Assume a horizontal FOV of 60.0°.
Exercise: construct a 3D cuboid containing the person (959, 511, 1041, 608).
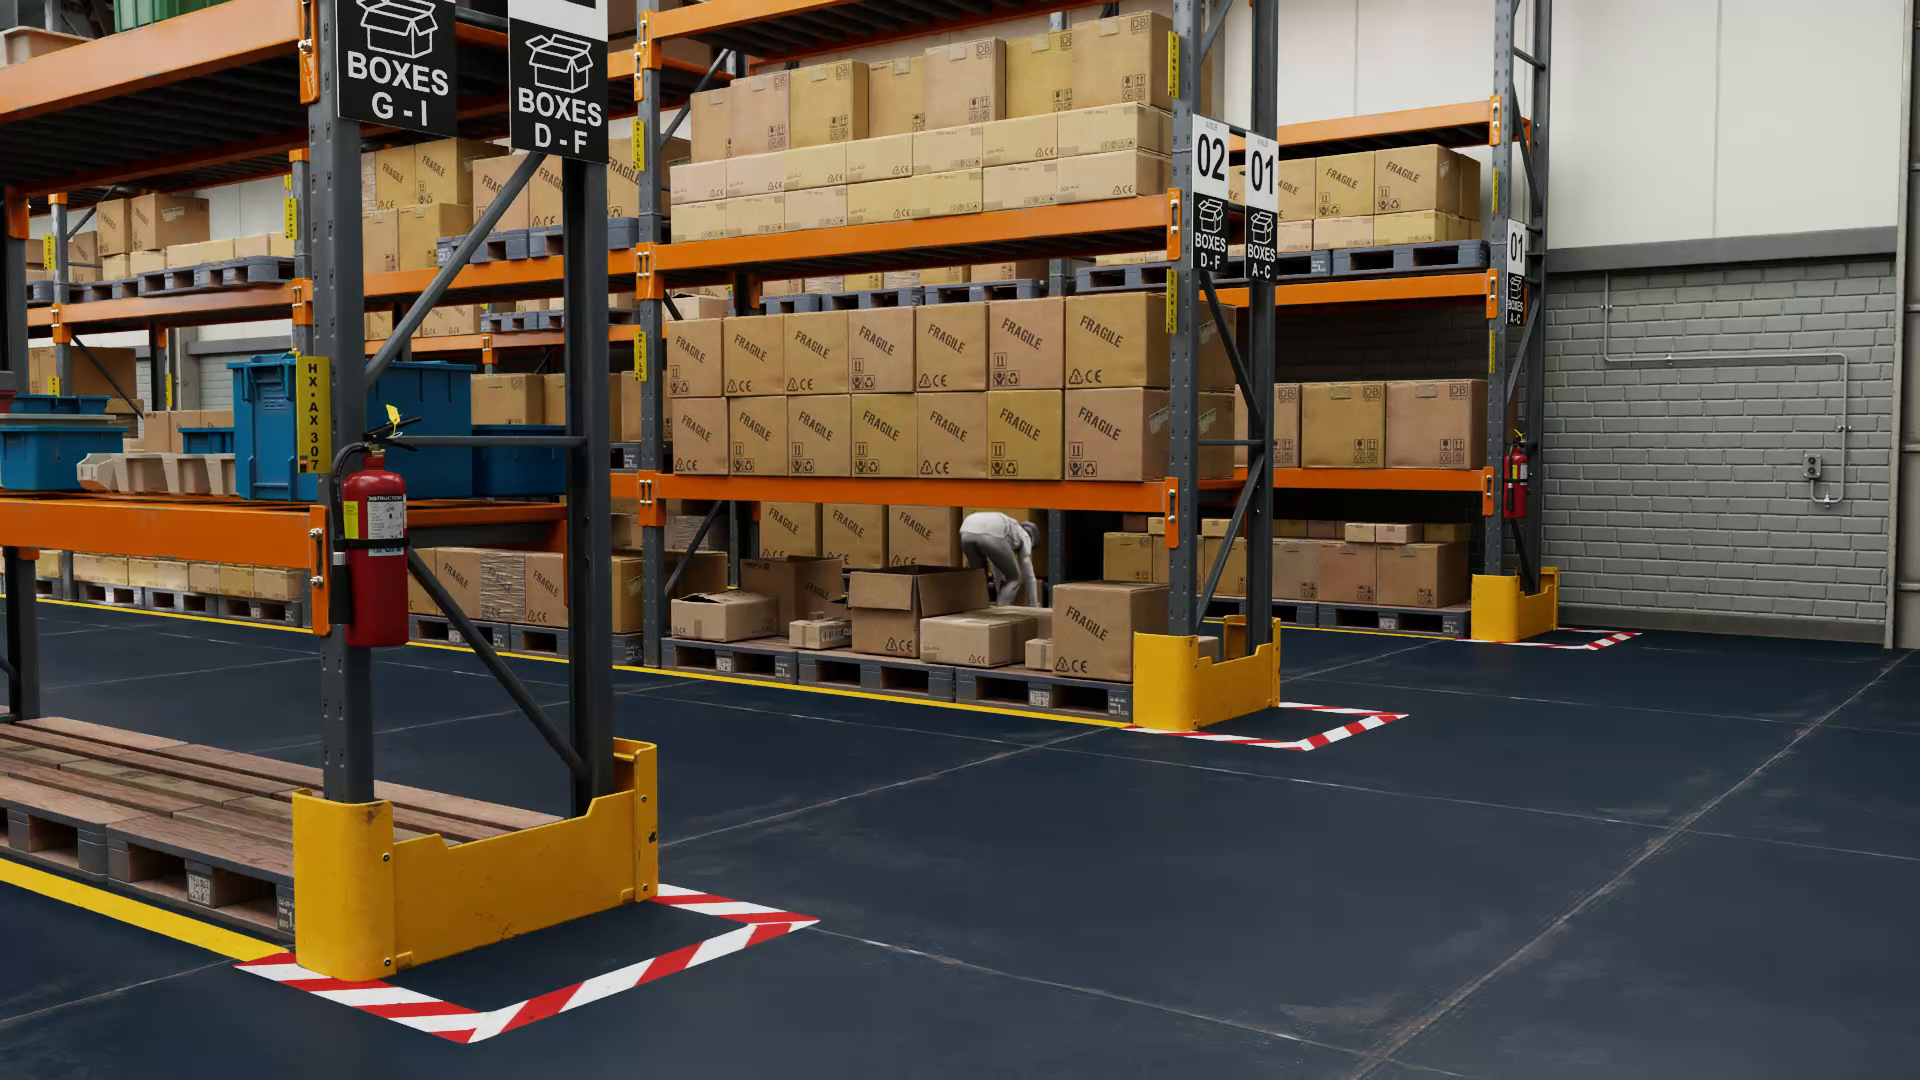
[{"bbox_3d":[0.340,0.247,13.381,0.444,0.972,0.901,2,4,33],"label":"person"}]
